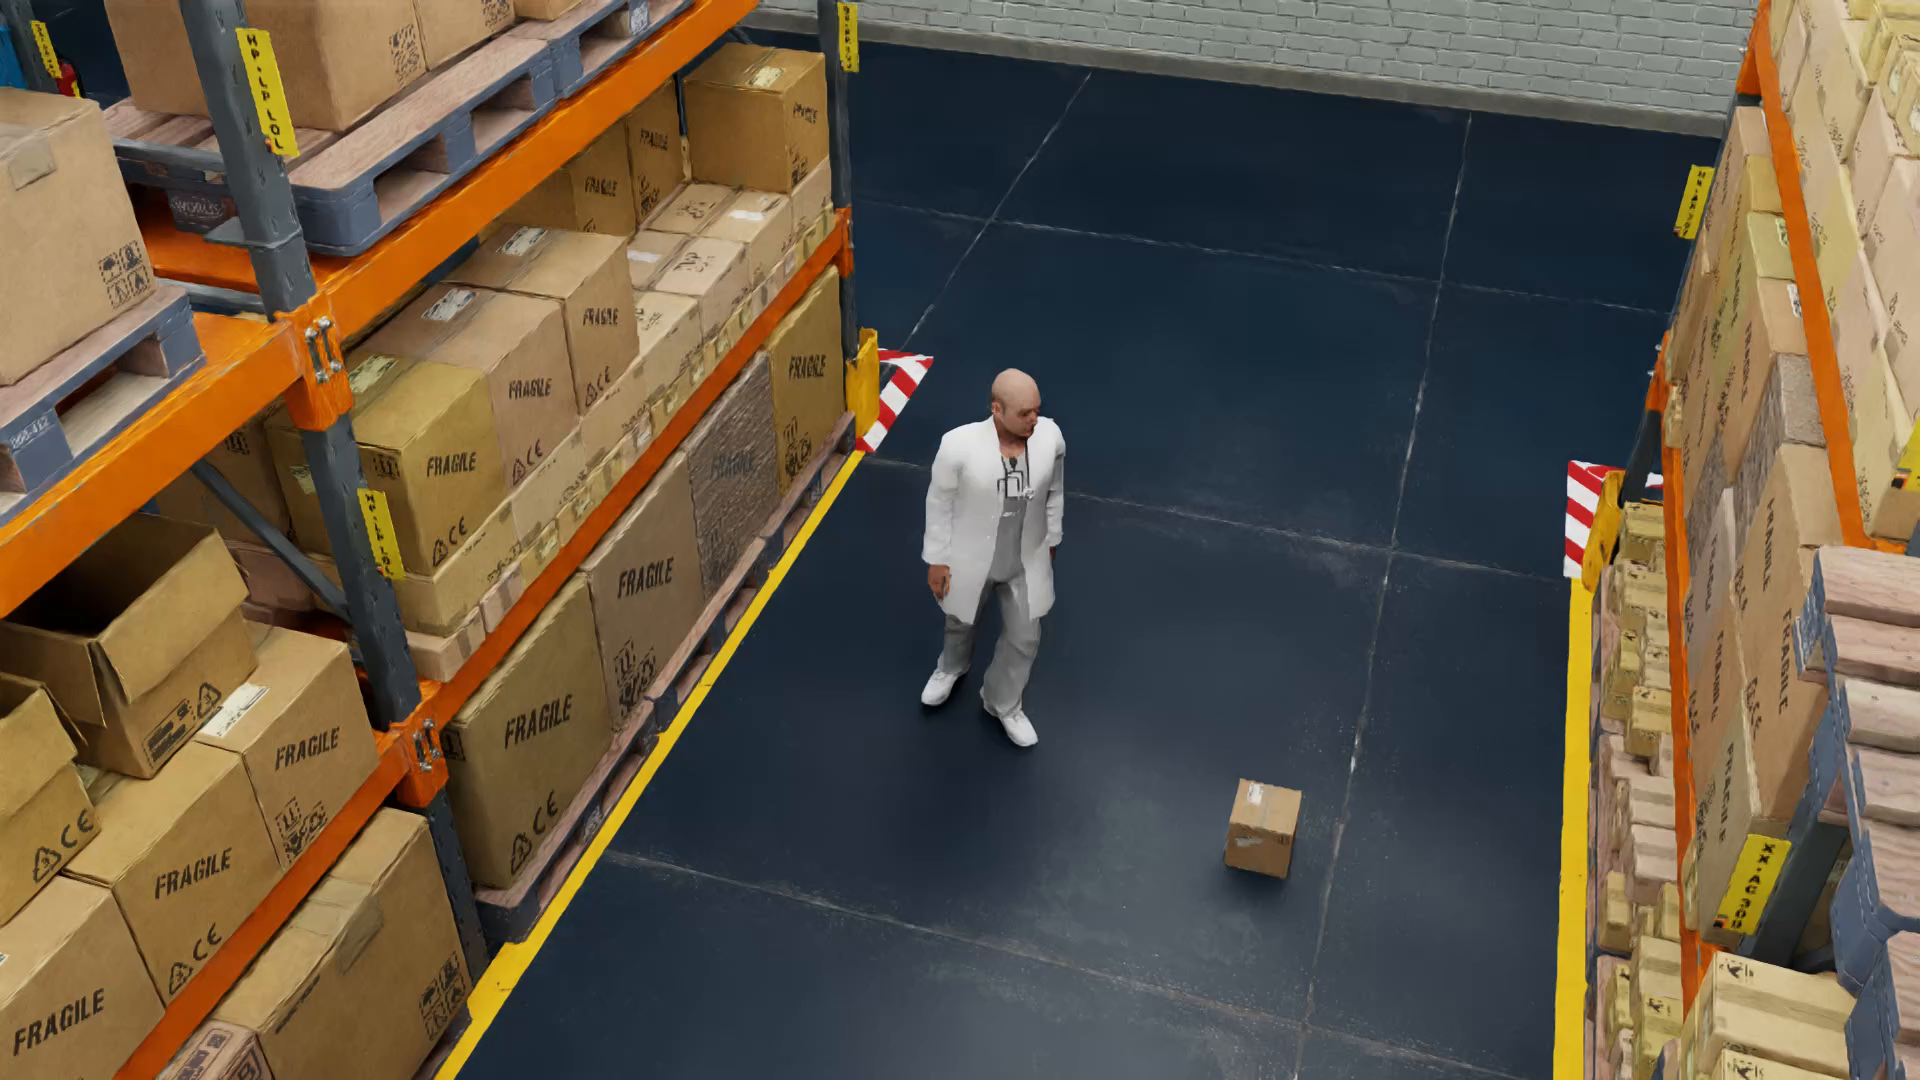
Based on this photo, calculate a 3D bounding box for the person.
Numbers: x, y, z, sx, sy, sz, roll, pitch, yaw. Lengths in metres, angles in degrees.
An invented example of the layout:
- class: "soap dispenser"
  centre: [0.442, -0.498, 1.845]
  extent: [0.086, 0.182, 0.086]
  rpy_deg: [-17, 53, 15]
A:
- class: "person"
  centre: [0.131, 0.032, 6.864]
  extent: [0.612, 1.768, 0.627]
  rpy_deg: [-9, 38, -12]
